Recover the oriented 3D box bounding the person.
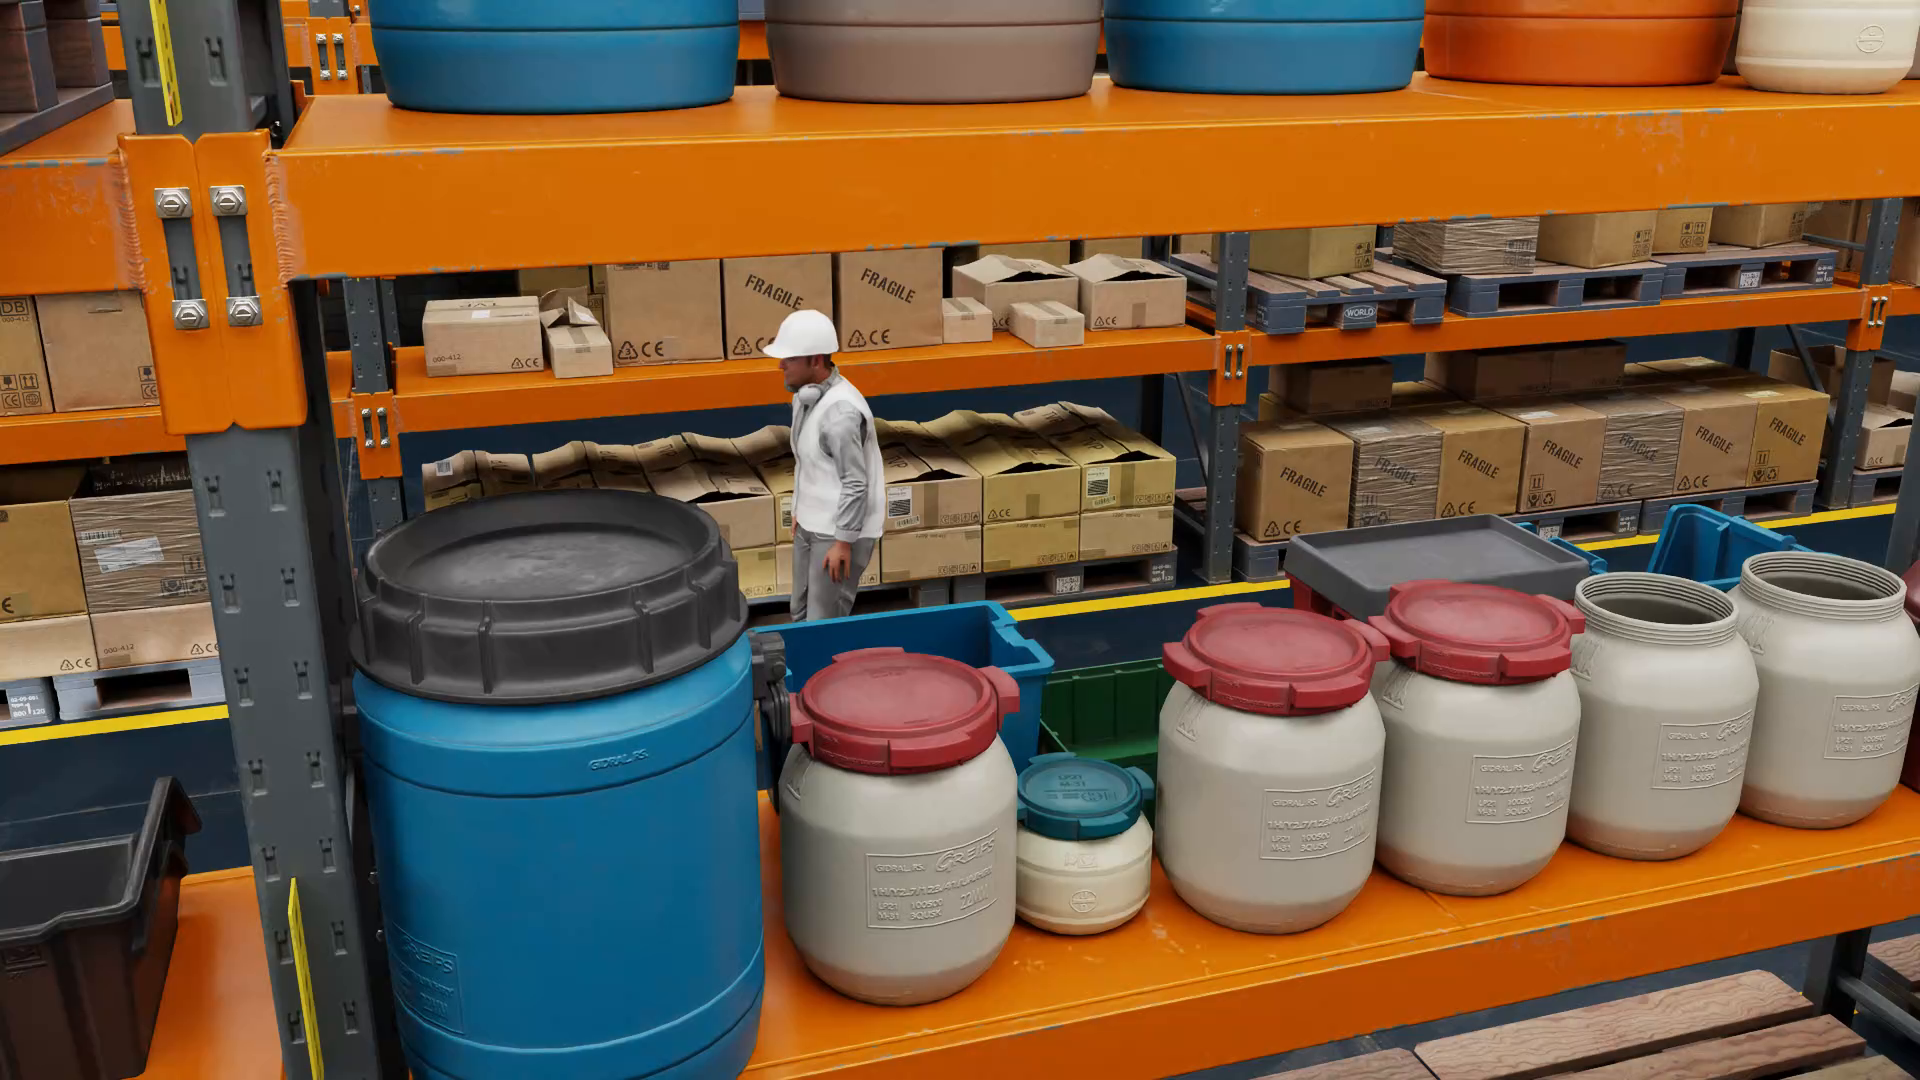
[{"bbox_3d":[-0.540,-0.054,6.685,0.465,1.769,0.580,-7,20,-20],"label":"person"}]
